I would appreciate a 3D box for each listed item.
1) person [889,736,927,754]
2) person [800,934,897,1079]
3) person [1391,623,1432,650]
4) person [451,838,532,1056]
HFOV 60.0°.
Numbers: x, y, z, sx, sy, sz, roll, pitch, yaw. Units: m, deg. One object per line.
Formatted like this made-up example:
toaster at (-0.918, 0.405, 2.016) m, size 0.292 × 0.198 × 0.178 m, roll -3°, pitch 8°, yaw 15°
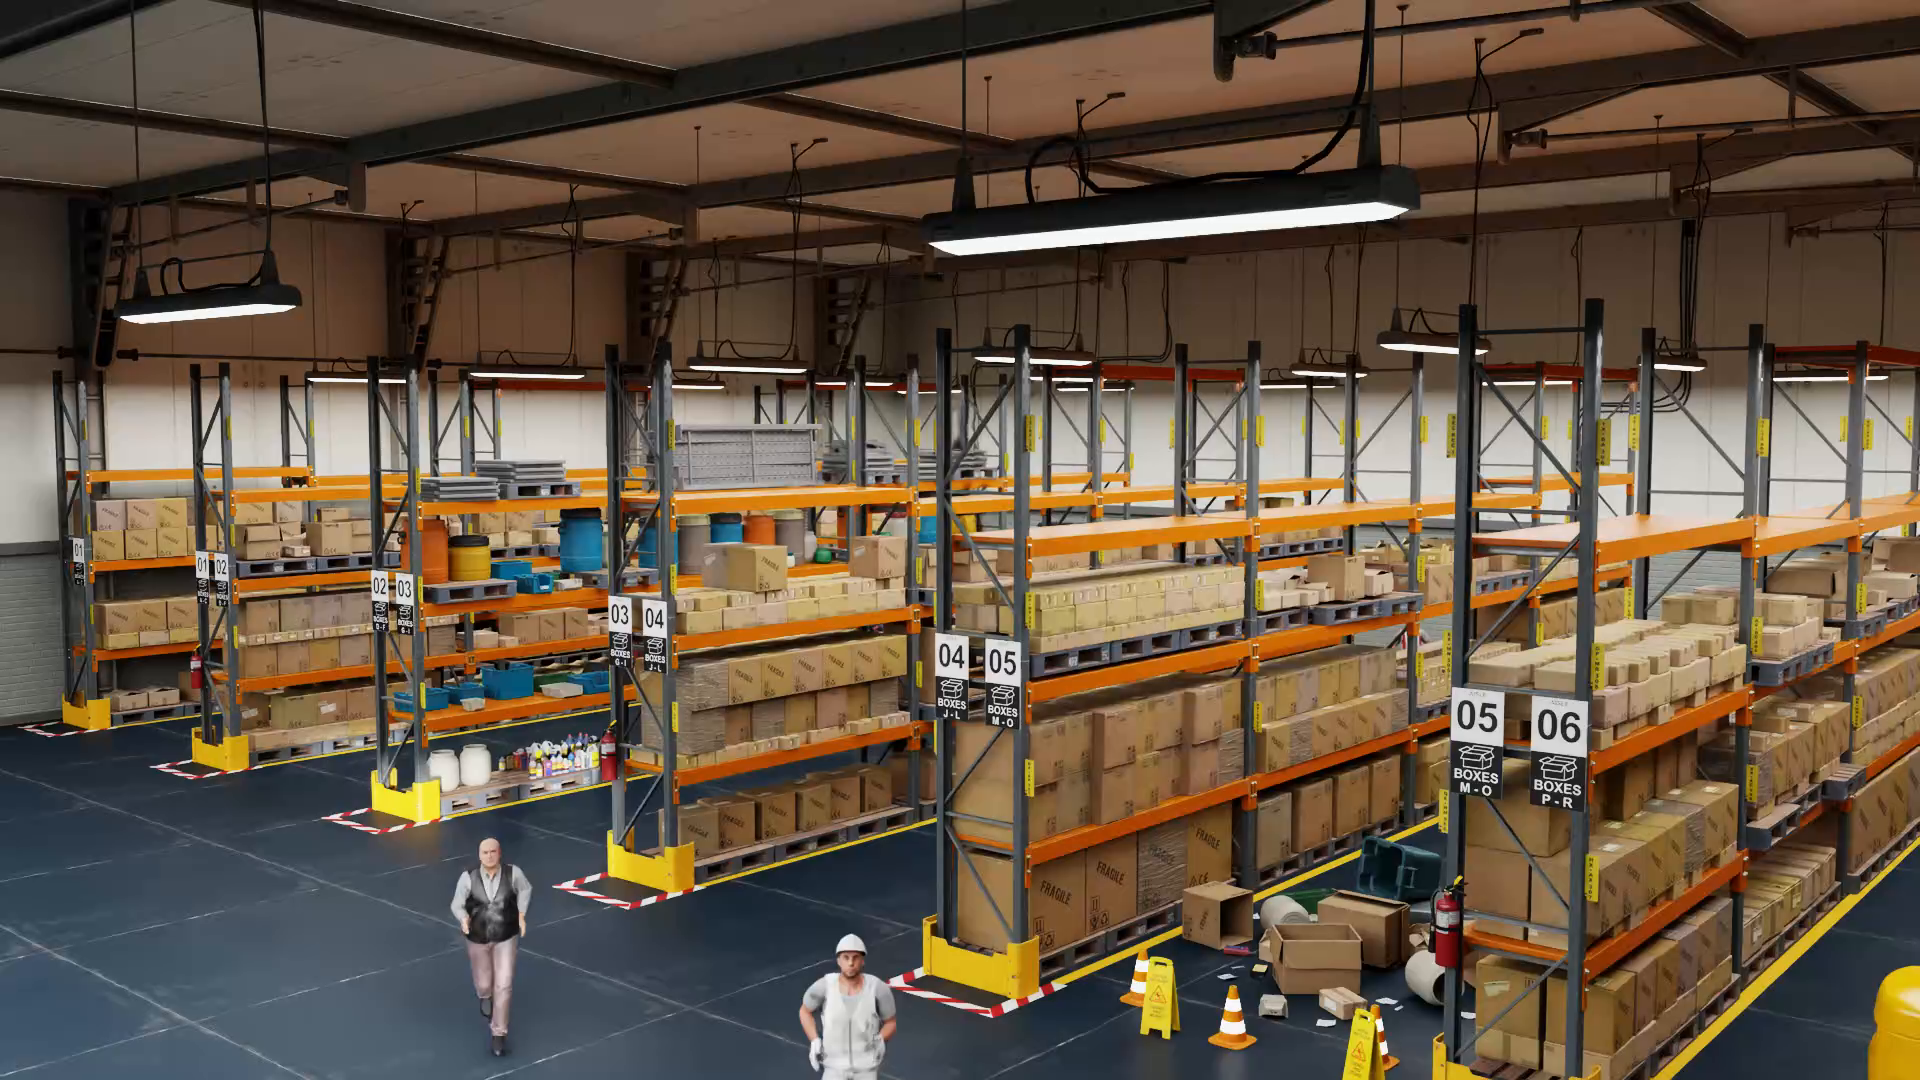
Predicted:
person at (-0.794, 2.535, 24.466) m, size 0.716 × 1.757 × 0.712 m, roll -4°, pitch 5°, yaw -41°
person at (-0.730, 3.487, 10.959) m, size 0.643 × 1.742 × 0.584 m, roll 0°, pitch 4°, yaw -6°
person at (8.049, 2.165, 29.603) m, size 0.714 × 1.724 × 0.571 m, roll 1°, pitch 4°, yaw 8°
person at (-3.907, 3.399, 13.862) m, size 0.624 × 1.528 × 0.934 m, roll -1°, pitch 4°, yaw -13°
